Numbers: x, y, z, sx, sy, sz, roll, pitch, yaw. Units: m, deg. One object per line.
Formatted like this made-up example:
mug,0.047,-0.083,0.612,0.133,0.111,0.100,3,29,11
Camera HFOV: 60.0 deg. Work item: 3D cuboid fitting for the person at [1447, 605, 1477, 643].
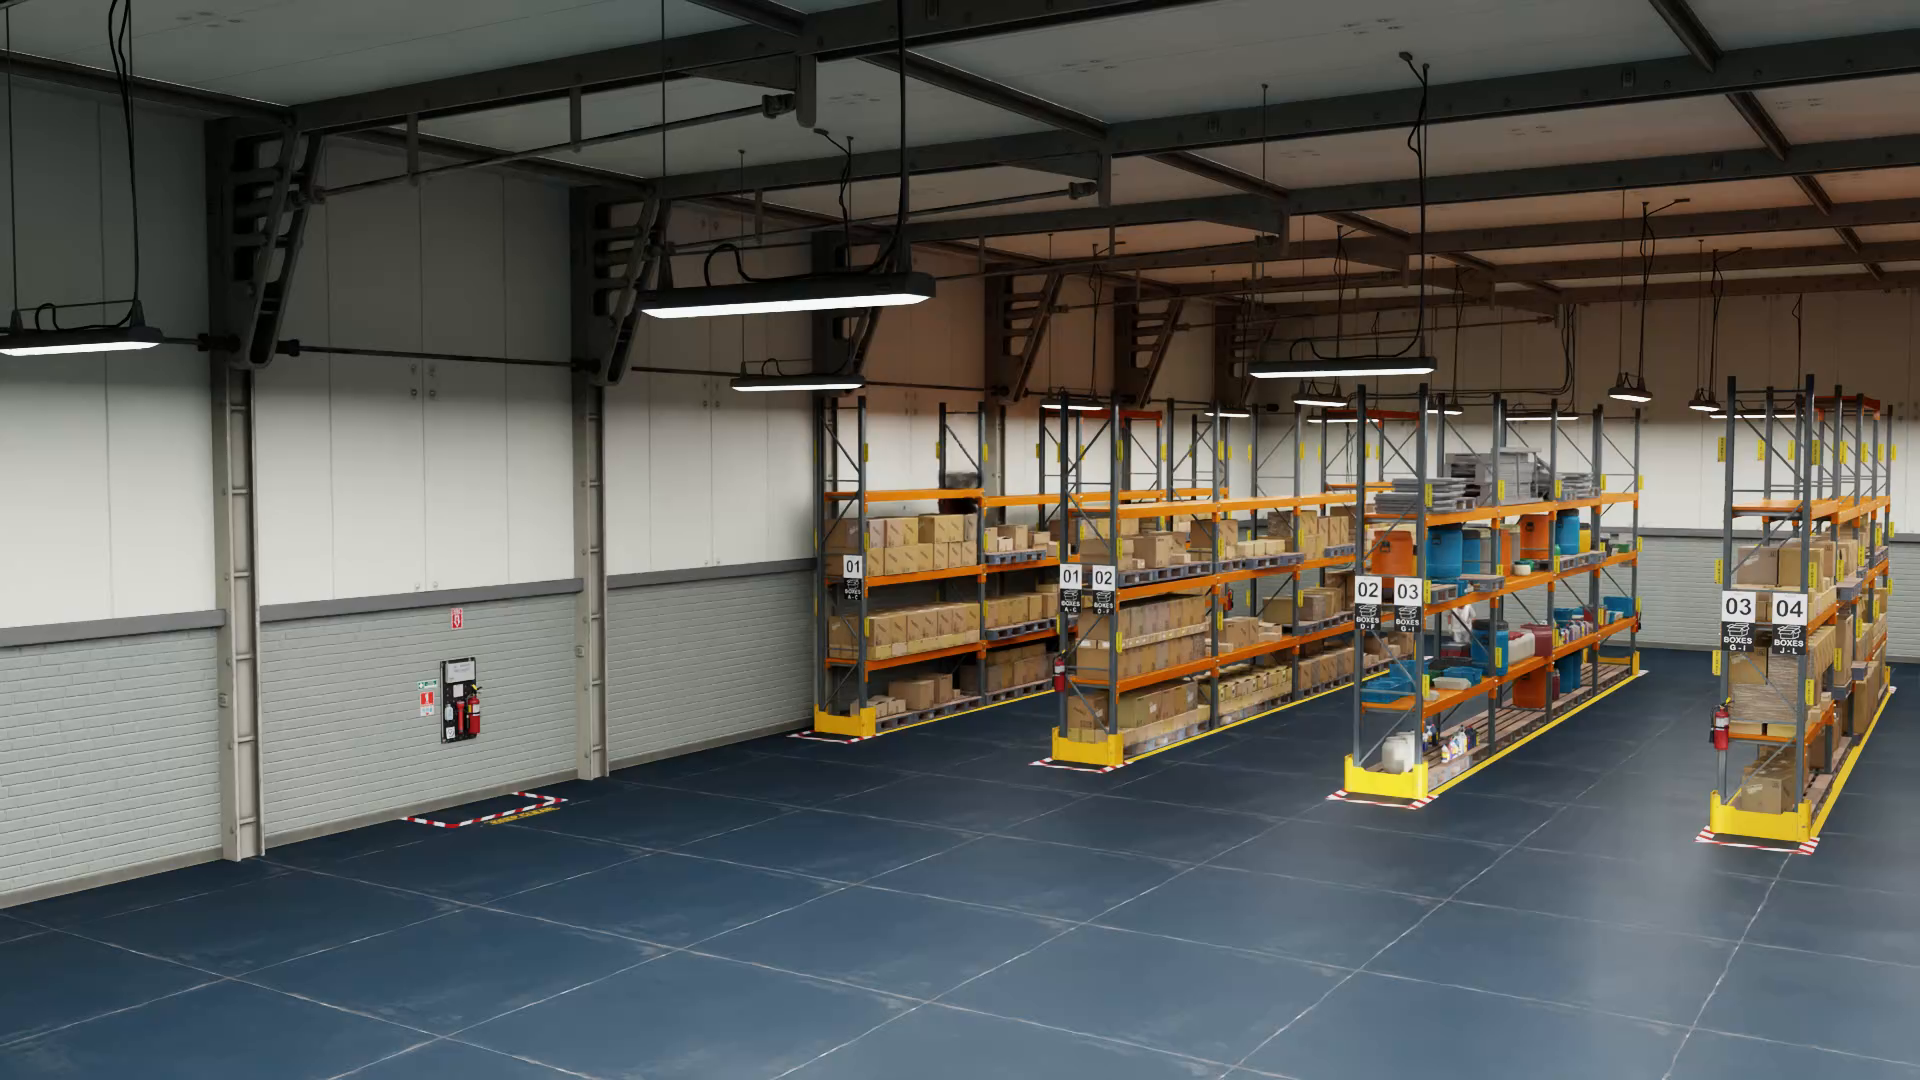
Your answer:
person,11.524,2.125,38.195,0.677,1.798,0.868,1,3,22
